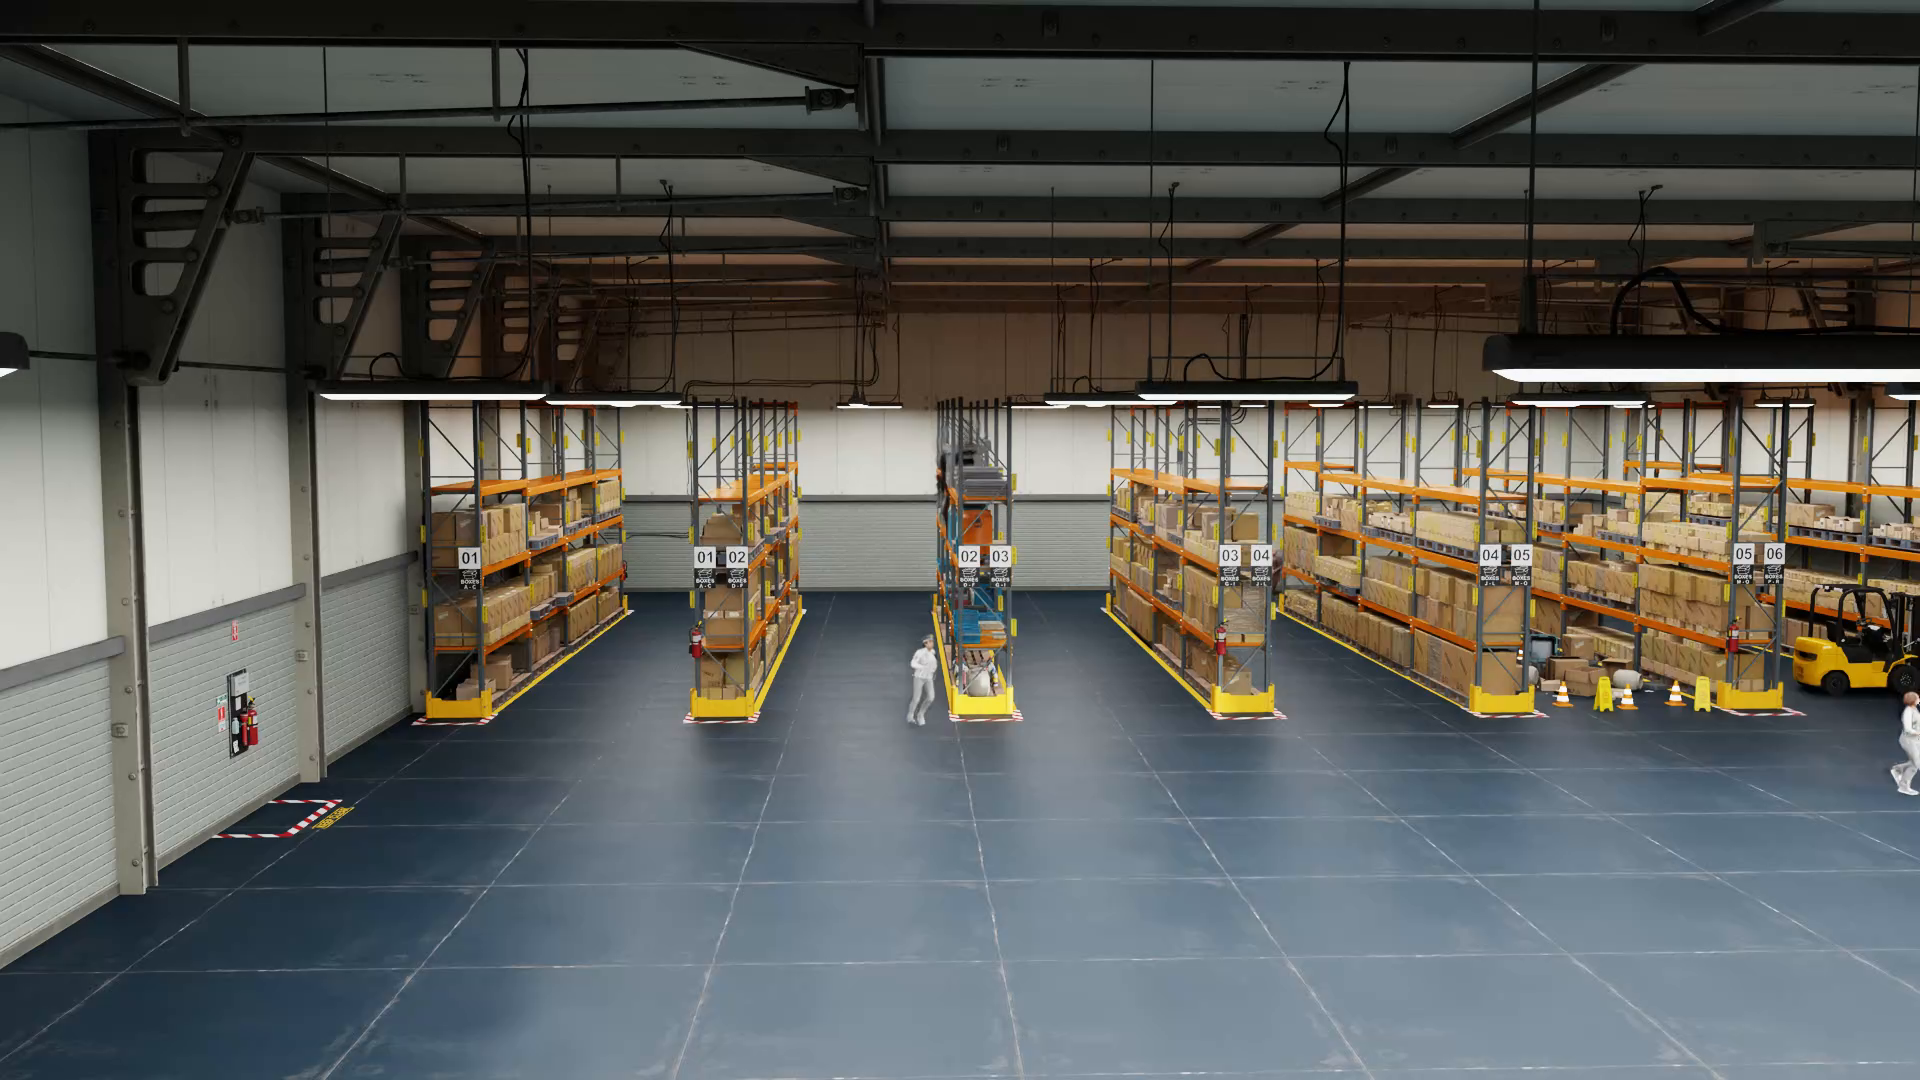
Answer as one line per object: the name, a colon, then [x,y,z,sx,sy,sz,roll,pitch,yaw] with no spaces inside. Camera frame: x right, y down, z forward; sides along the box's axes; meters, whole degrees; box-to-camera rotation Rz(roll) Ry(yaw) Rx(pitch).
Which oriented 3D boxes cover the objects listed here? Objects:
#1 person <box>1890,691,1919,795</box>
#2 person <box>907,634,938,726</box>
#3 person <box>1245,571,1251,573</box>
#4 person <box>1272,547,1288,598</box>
person: [14.204,3.031,24.819,0.563,1.554,0.555,4,6,41]
person: [-0.612,2.555,30.427,0.622,1.675,0.633,-2,5,-26]
person: [7.953,1.226,47.063,0.678,1.728,0.621,2,5,25]
person: [9.178,1.105,48.715,0.883,1.782,0.750,-2,5,-22]
